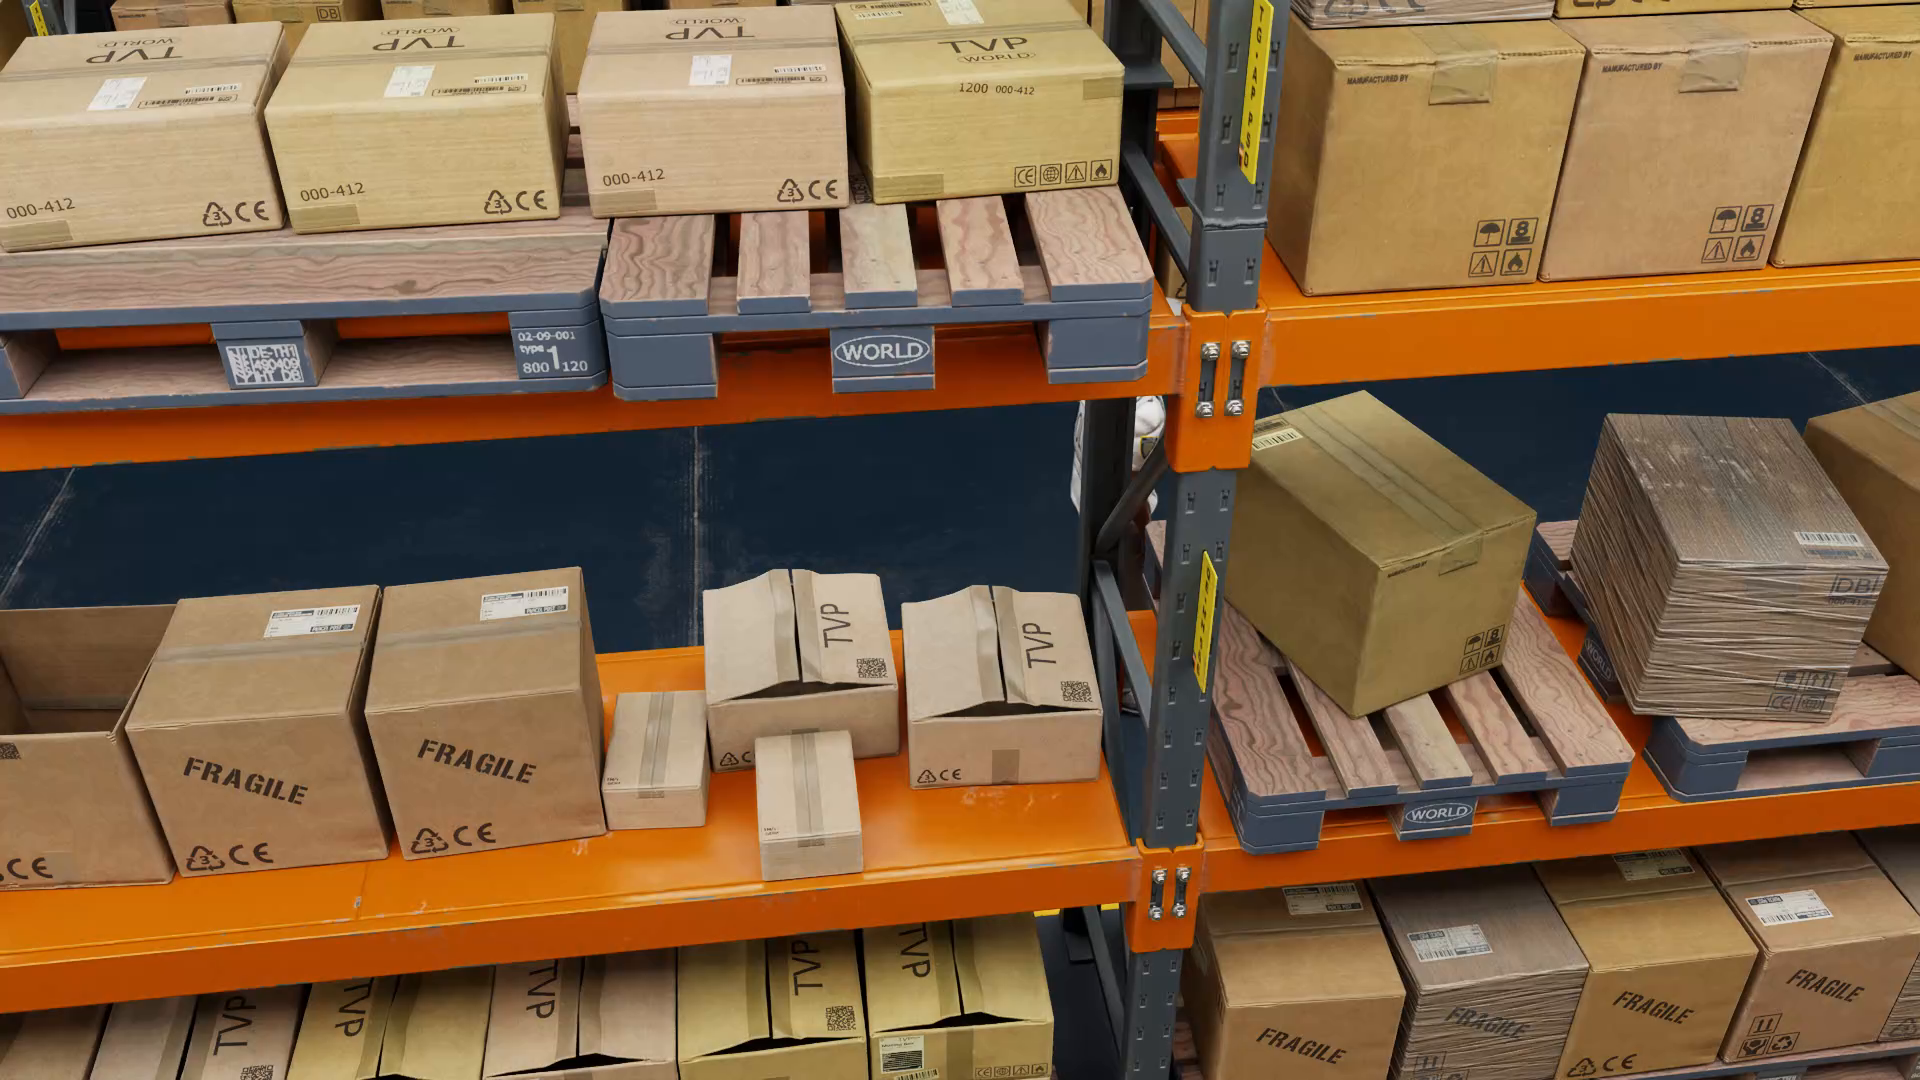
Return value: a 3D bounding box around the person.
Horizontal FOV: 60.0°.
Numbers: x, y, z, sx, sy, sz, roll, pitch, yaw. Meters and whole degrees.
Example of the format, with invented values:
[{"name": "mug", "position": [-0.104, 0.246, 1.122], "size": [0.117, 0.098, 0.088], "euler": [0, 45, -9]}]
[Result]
[{"name": "person", "position": [0.628, -0.113, 6.308], "size": [0.395, 1.658, 0.504], "euler": [-4, 35, -6]}]
